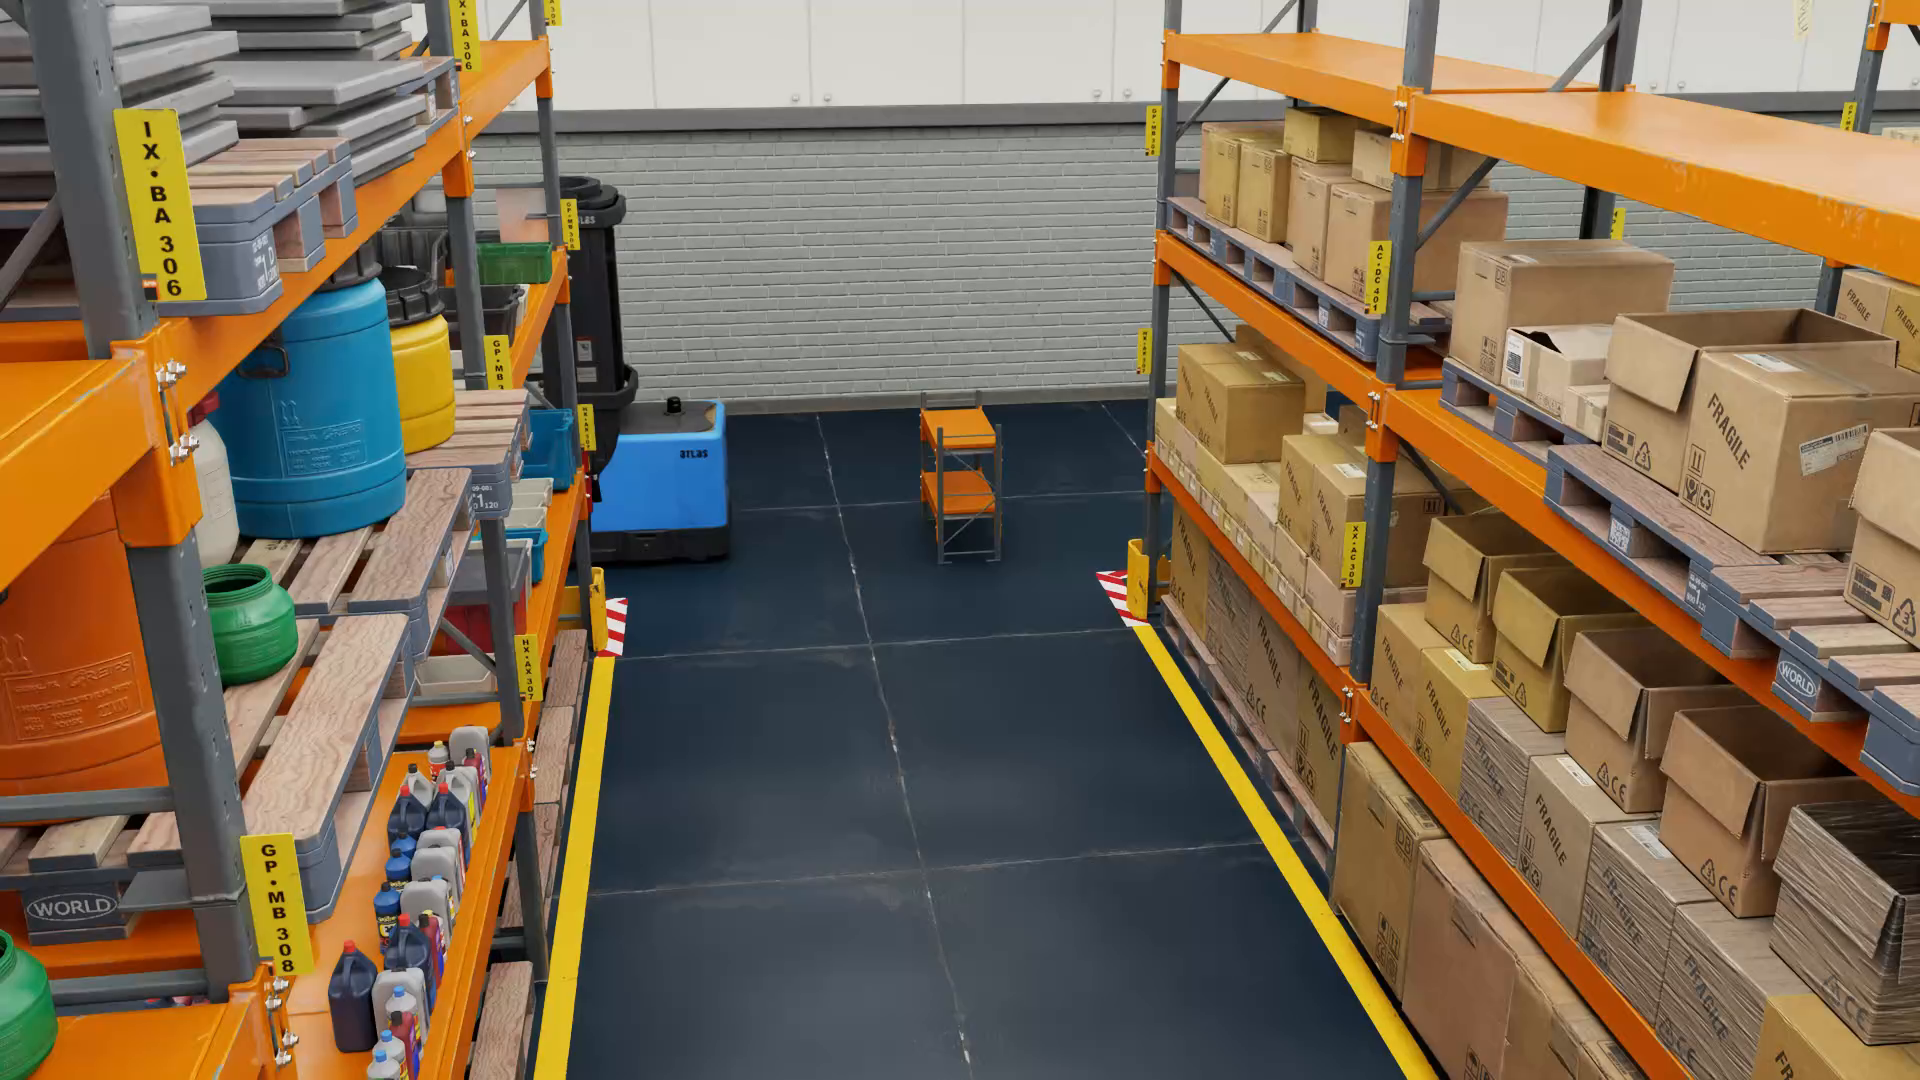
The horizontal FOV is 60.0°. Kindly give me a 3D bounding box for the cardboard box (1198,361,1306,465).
[{"bbox_3d":[1.793,-0.789,10.258,0.500,0.500,0.500,-3,21,-9],"label":"cardboard box"}]

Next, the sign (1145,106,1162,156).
[{"bbox_3d":[1.289,-2.726,11.079,0.100,0.325,0.005,-3,21,-8],"label":"sign"}]

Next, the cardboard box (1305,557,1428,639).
[{"bbox_3d":[2.092,0.276,8.480,0.500,0.250,0.500,-3,21,-9],"label":"cardboard box"}]

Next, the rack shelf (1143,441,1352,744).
[{"bbox_3d":[2.127,0.129,10.112,1.077,0.370,4.000,-3,21,-8],"label":"rack shelf"}]

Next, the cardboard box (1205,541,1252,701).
[{"bbox_3d":[2.141,0.431,10.712,0.875,0.875,0.875,-3,21,-8],"label":"cardboard box"}]

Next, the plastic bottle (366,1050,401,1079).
[{"bbox_3d":[-1.761,1.686,5.100,0.097,0.271,0.097,0,20,0],"label":"plastic bottle"}]

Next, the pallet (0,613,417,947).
[{"bbox_3d":[-1.923,0.533,3.985,1.003,0.211,1.213,-3,21,-8],"label":"pallet"}]

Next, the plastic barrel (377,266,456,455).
[{"bbox_3d":[-2.154,-0.650,6.013,0.600,0.588,0.600,0,20,0],"label":"plastic barrel"}]

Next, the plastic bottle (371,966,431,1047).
[{"bbox_3d":[-1.852,1.531,5.507,0.152,0.276,0.135,-3,21,-8],"label":"plastic bottle"}]

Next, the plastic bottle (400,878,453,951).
[{"bbox_3d":[-1.931,1.341,6.017,0.152,0.276,0.135,-3,21,-8],"label":"plastic bottle"}]

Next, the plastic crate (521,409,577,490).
[{"bbox_3d":[-2.830,-0.589,10.869,0.616,0.435,0.499,-3,21,-8],"label":"plastic crate"}]

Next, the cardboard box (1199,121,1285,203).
[{"bbox_3d":[1.967,-2.419,10.732,0.700,0.500,0.500,-4,21,-11],"label":"cardboard box"}]

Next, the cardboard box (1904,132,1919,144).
[{"bbox_3d":[6.602,-2.659,11.191,0.380,0.149,0.250,-2,21,-6],"label":"cardboard box"}]

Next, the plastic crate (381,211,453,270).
[{"bbox_3d":[-3.283,-1.847,10.275,0.497,0.269,0.590,-3,21,-8],"label":"plastic crate"}]

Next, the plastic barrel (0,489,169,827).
[{"bbox_3d":[-1.988,0.119,3.608,0.600,0.830,0.708,-3,21,-8],"label":"plastic barrel"}]

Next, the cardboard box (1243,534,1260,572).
[{"bbox_3d":[1.861,0.068,9.605,0.380,0.149,0.250,-3,21,-9],"label":"cardboard box"}]

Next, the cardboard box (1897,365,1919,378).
[{"bbox_3d":[6.655,-0.948,11.400,0.500,0.500,0.500,-3,21,-8],"label":"cardboard box"}]

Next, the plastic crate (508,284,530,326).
[{"bbox_3d":[-2.519,-1.229,8.810,0.437,0.136,0.530,-3,21,-8],"label":"plastic crate"}]

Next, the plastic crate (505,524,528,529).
[{"bbox_3d":[-2.613,0.016,9.678,0.298,0.136,0.250,-3,21,-8],"label":"plastic crate"}]

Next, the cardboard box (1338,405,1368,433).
[{"bbox_3d":[2.456,-0.465,9.393,0.500,0.500,0.500,-4,21,-9],"label":"cardboard box"}]

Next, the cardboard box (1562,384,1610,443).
[{"bbox_3d":[2.481,-0.477,6.177,0.380,0.149,0.250,-4,21,-10],"label":"cardboard box"}]

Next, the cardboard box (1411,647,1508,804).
[{"bbox_3d":[2.307,0.784,7.188,0.500,0.500,0.500,-3,21,-8],"label":"cardboard box"}]

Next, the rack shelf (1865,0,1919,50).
[{"bbox_3d":[7.050,-2.895,9.639,1.077,0.370,4.000,-3,21,-8],"label":"rack shelf"}]

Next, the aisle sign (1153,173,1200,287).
[{"bbox_3d":[1.531,-2.128,11.411,0.394,0.787,0.004,-3,21,-8],"label":"aisle sign"}]

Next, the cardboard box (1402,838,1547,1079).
[{"bbox_3d":[2.657,1.813,7.011,1.225,0.875,0.875,-4,21,-10],"label":"cardboard box"}]

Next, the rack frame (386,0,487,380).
[{"bbox_3d":[-2.486,-2.076,6.413,1.000,3.000,0.127,-3,21,-8],"label":"rack frame"}]

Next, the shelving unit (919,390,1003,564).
[{"bbox_3d":[-0.001,-0.529,13.526,0.538,1.125,1.048,-3,21,-8],"label":"shelving unit"}]

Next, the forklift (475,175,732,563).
[{"bbox_3d":[-3.388,-1.309,13.031,3.031,2.935,1.130,-2,21,-6],"label":"forklift"}]

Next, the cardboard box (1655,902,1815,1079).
[{"bbox_3d":[2.609,1.491,5.293,0.500,0.500,0.500,-3,21,-8],"label":"cardboard box"}]

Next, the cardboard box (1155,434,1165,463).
[{"bbox_3d":[1.563,-0.643,11.510,0.380,0.149,0.250,-3,21,-7],"label":"cardboard box"}]

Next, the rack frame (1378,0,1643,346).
[{"bbox_3d":[2.415,-2.326,7.082,1.000,3.000,0.127,-3,21,-8],"label":"rack frame"}]

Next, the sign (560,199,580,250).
[{"bbox_3d":[-2.521,-2.040,10.754,0.100,0.325,0.005,-3,21,-8],"label":"sign"}]

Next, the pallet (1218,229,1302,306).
[{"bbox_3d":[2.135,-1.584,9.511,1.003,0.211,1.213,-3,21,-8],"label":"pallet"}]

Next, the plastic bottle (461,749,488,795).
[{"bbox_3d":[-2.066,0.986,7.072,0.097,0.201,0.097,0,20,0],"label":"plastic bottle"}]

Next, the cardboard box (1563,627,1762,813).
[{"bbox_3d":[2.708,0.641,6.136,0.797,0.503,0.637,-2,21,-6],"label":"cardboard box"}]

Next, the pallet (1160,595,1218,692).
[{"bbox_3d":[2.031,0.679,11.597,1.003,0.211,1.213,-3,21,-8],"label":"pallet"}]

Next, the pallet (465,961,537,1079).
[{"bbox_3d":[-2.416,2.310,7.230,1.003,0.211,1.213,-3,21,-8],"label":"pallet"}]

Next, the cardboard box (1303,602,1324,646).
[{"bbox_3d":[2.010,0.424,8.653,0.380,0.149,0.250,-3,21,-7],"label":"cardboard box"}]

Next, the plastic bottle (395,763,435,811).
[{"bbox_3d":[-2.172,1.066,6.644,0.144,0.351,0.185,-3,21,-8],"label":"plastic bottle"}]

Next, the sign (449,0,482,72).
[{"bbox_3d":[-1.941,-2.005,6.522,0.100,0.325,0.005,-3,21,-8],"label":"sign"}]

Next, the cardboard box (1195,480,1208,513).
[{"bbox_3d":[1.713,-0.288,10.558,0.380,0.149,0.250,-3,21,-9],"label":"cardboard box"}]

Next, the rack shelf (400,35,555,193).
[{"bbox_3d":[-2.774,-2.244,8.463,1.077,0.370,4.000,-3,21,-8],"label":"rack shelf"}]

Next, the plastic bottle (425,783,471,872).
[{"bbox_3d":[-2.003,1.123,6.492,0.144,0.351,0.185,-3,21,-8],"label":"plastic bottle"}]

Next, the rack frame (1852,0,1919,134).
[{"bbox_3d":[6.761,-3.926,11.366,1.000,3.000,0.127,-3,21,-8],"label":"rack frame"}]

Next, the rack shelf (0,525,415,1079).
[{"bbox_3d":[-2.198,0.359,5.210,1.077,0.370,4.000,-3,21,-8],"label":"rack shelf"}]

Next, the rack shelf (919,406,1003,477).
[{"bbox_3d":[-0.001,-0.803,13.423,0.538,0.278,1.000,-3,21,-8],"label":"rack shelf"}]

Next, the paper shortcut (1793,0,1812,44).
[{"bbox_3d":[2.282,-1.437,4.503,0.009,0.170,0.078,7,-12,-11],"label":"paper shortcut"}]

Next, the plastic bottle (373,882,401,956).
[{"bbox_3d":[-2.052,1.355,5.984,0.097,0.271,0.097,0,20,0],"label":"plastic bottle"}]

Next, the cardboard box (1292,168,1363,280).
[{"bbox_3d":[2.170,-1.665,8.715,0.700,0.500,0.500,-2,21,-5],"label":"cardboard box"}]

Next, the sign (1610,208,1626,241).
[{"bbox_3d":[2.951,-1.341,7.544,0.100,0.325,0.005,-3,21,-8],"label":"sign"}]

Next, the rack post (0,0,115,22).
[{"bbox_3d":[-2.119,-1.198,3.324,0.624,0.289,0.986,-3,21,-8],"label":"rack post"}]

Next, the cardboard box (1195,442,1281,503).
[{"bbox_3d":[1.791,-0.436,10.385,0.500,0.250,0.500,-4,21,-10],"label":"cardboard box"}]
